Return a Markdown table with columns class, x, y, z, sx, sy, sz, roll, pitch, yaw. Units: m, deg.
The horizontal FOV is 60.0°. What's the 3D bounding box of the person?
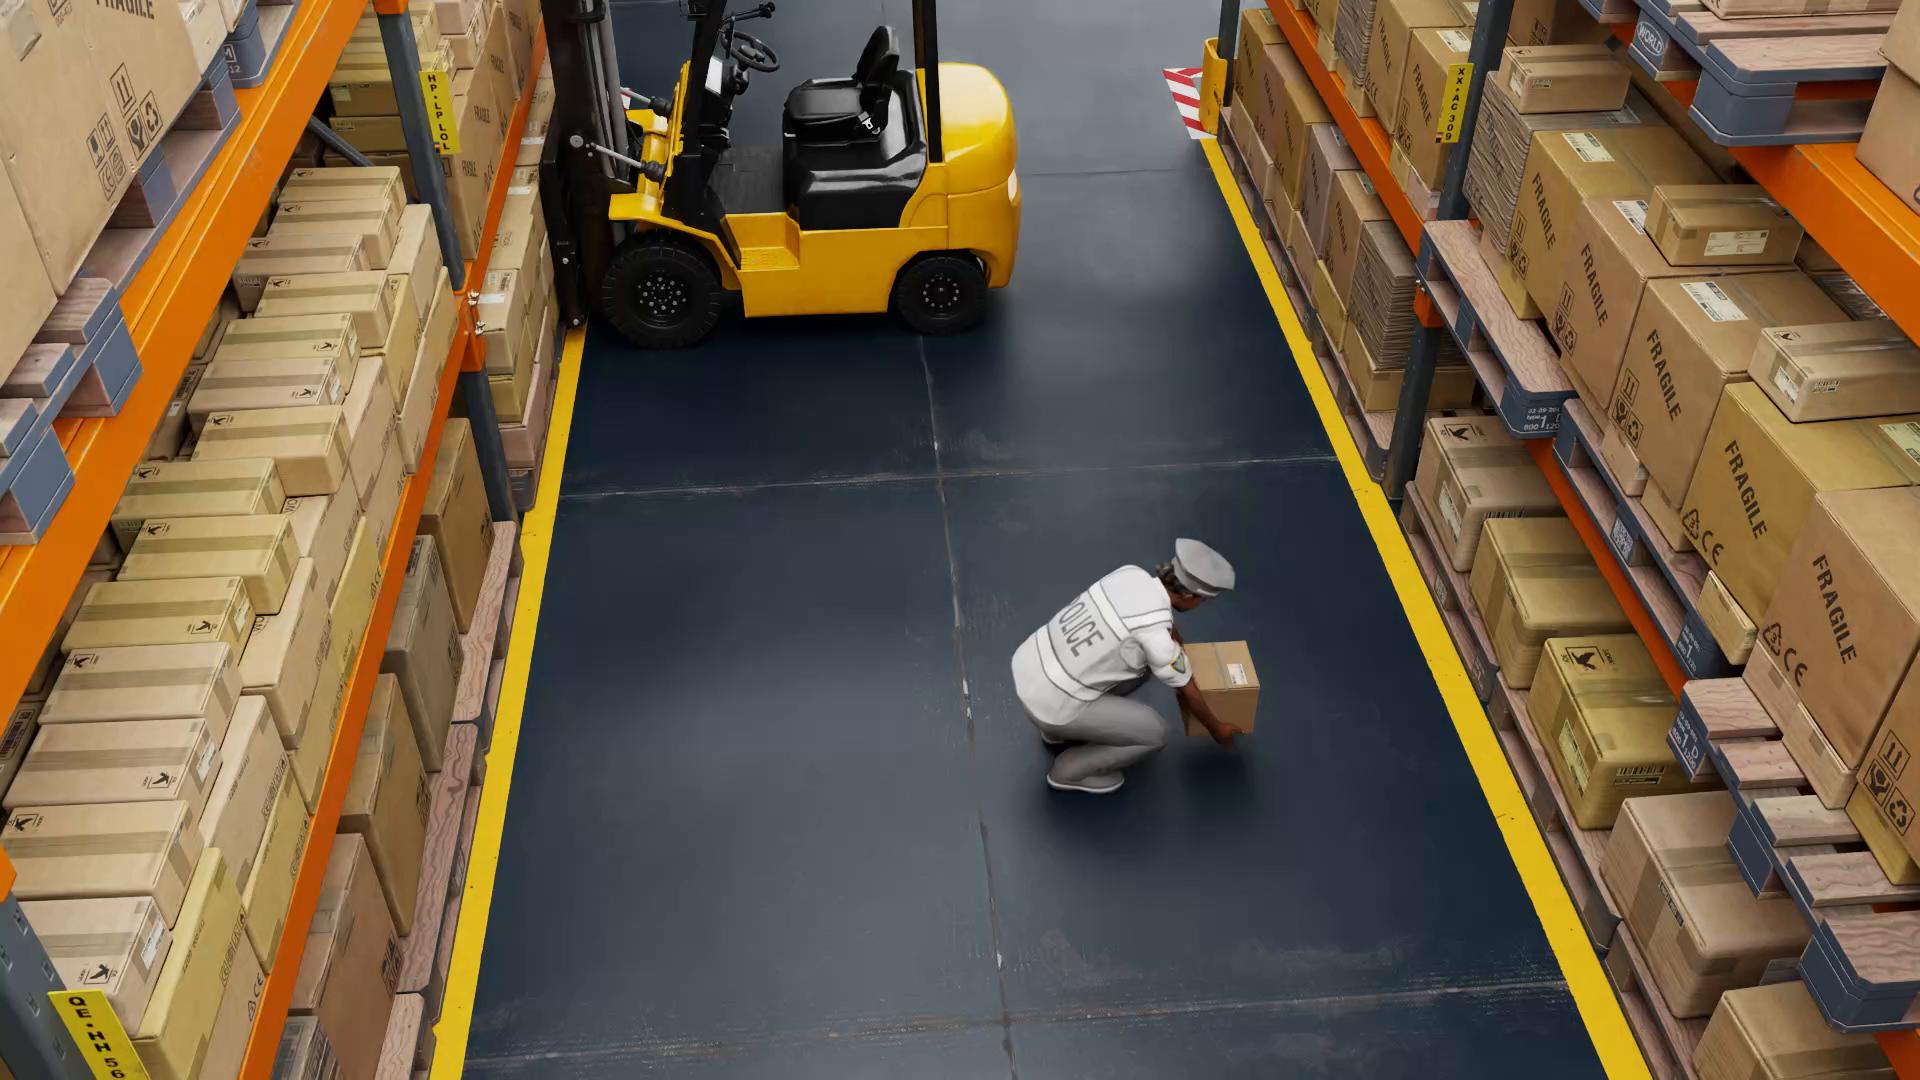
| class | x | y | z | sx | sy | sz | roll | pitch | yaw |
| --- | --- | --- | --- | --- | --- | --- | --- | --- | --- |
| person | 0.670 | 0.382 | 6.091 | 0.775 | 0.786 | 0.413 | -4 | 40 | -5 |
